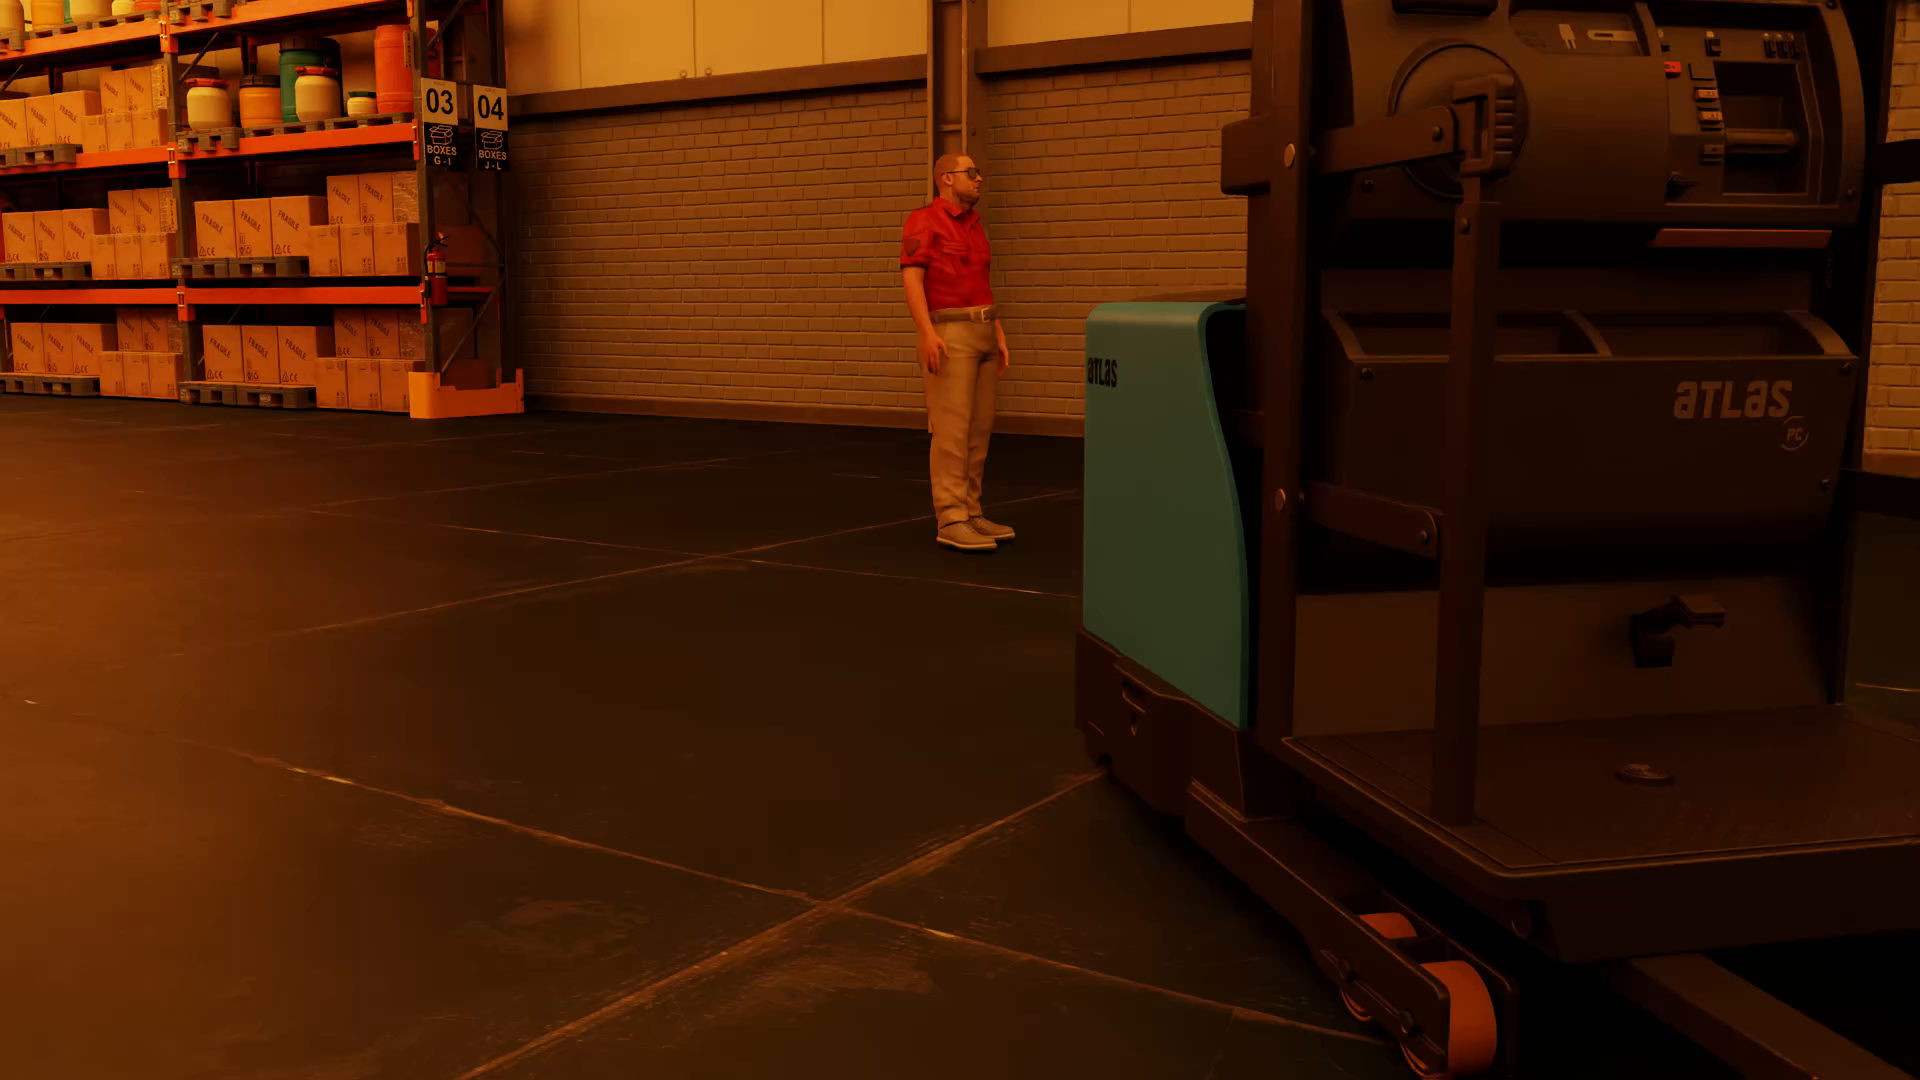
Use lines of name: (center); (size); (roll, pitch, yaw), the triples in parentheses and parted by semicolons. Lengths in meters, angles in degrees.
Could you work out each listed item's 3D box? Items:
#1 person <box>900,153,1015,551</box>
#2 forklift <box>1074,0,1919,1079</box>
person: (0.068, -0.856, 7.421); (0.550, 1.728, 0.641); (5, 10, 34)
forklift: (1.102, -0.756, 2.512); (1.130, 2.935, 3.031); (-2, 8, -13)
